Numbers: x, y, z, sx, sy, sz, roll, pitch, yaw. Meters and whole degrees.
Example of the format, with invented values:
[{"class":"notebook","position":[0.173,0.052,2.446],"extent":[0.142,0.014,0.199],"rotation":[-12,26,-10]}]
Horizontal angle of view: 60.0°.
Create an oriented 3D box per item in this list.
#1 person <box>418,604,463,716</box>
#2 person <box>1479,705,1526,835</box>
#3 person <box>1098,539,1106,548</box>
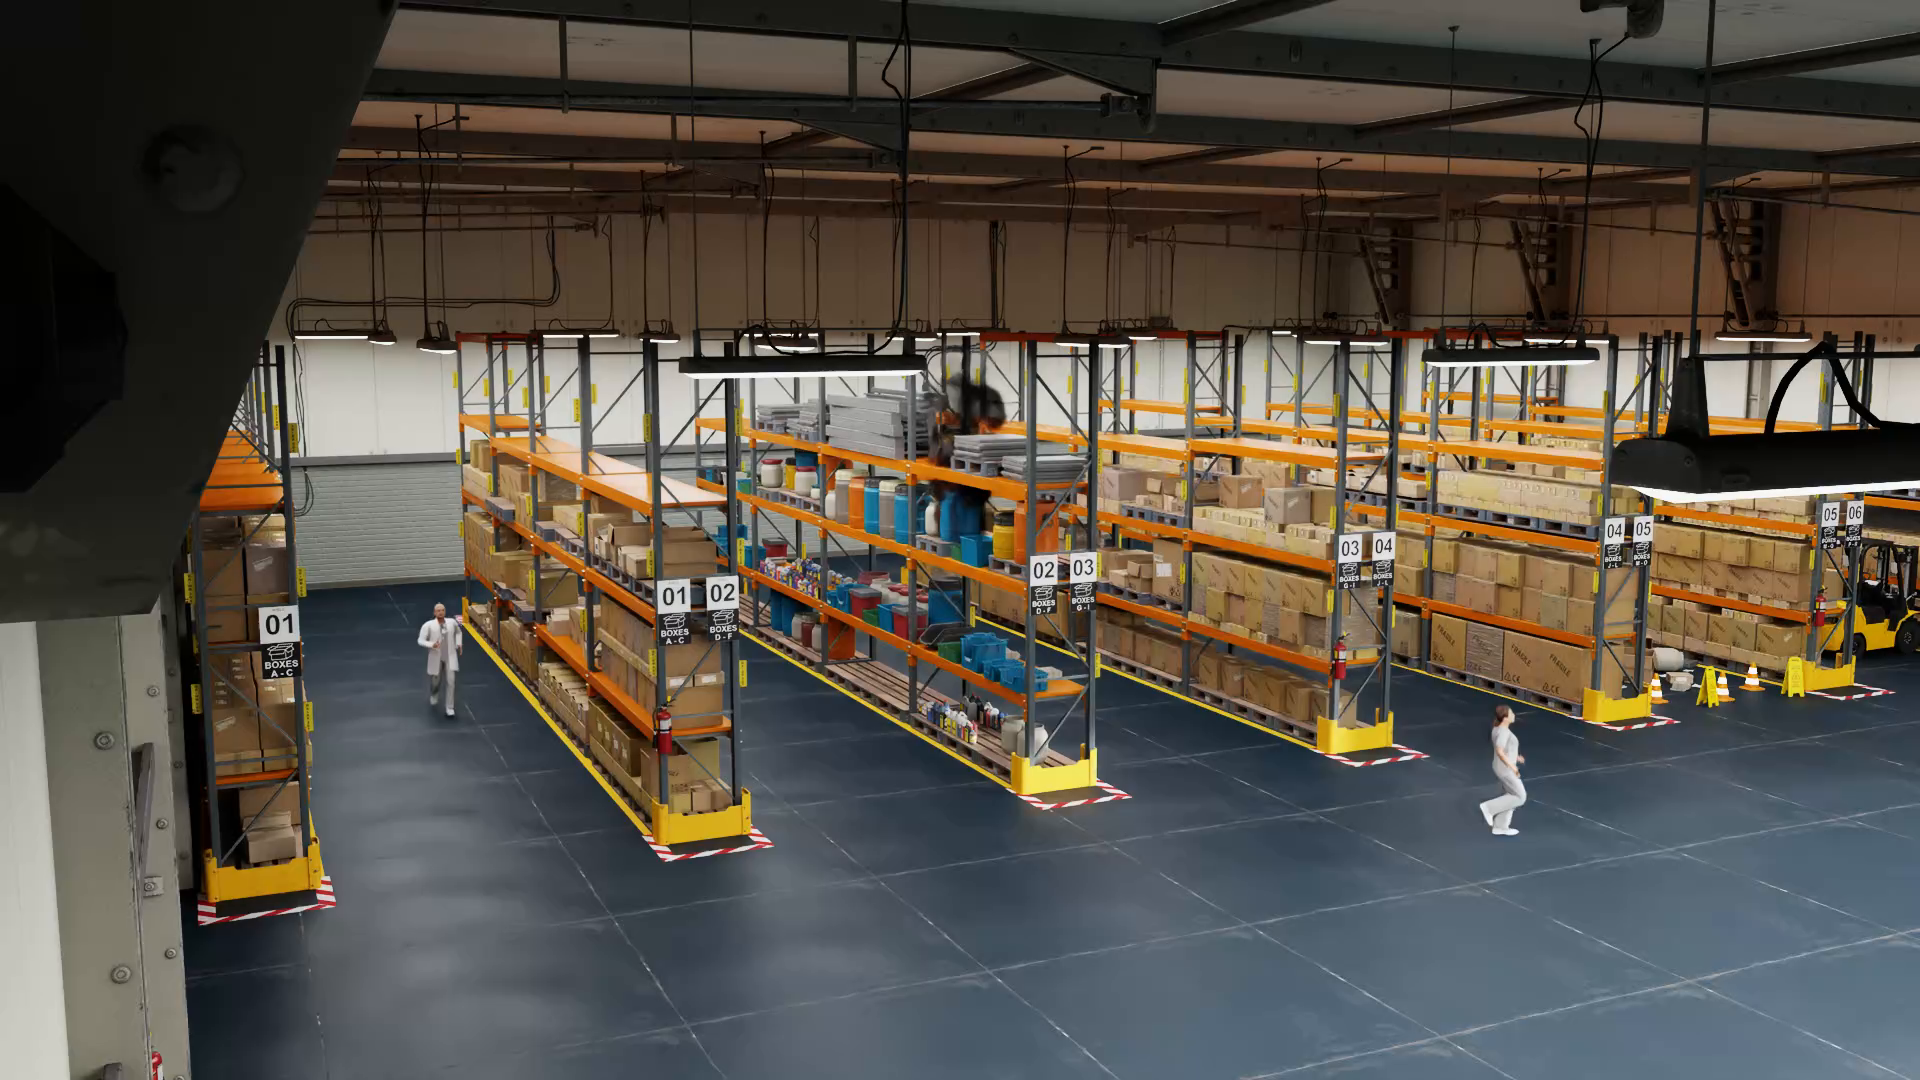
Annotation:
[{"class":"person","position":[-8.270,1.889,26.560],"extent":[0.721,1.748,0.958],"rotation":[-4,9,-28]},{"class":"person","position":[6.626,2.805,20.298],"extent":[0.569,1.620,0.564],"rotation":[0,8,4]},{"class":"person","position":[2.970,0.784,35.121],"extent":[0.615,1.648,0.569],"rotation":[-5,9,-31]}]
